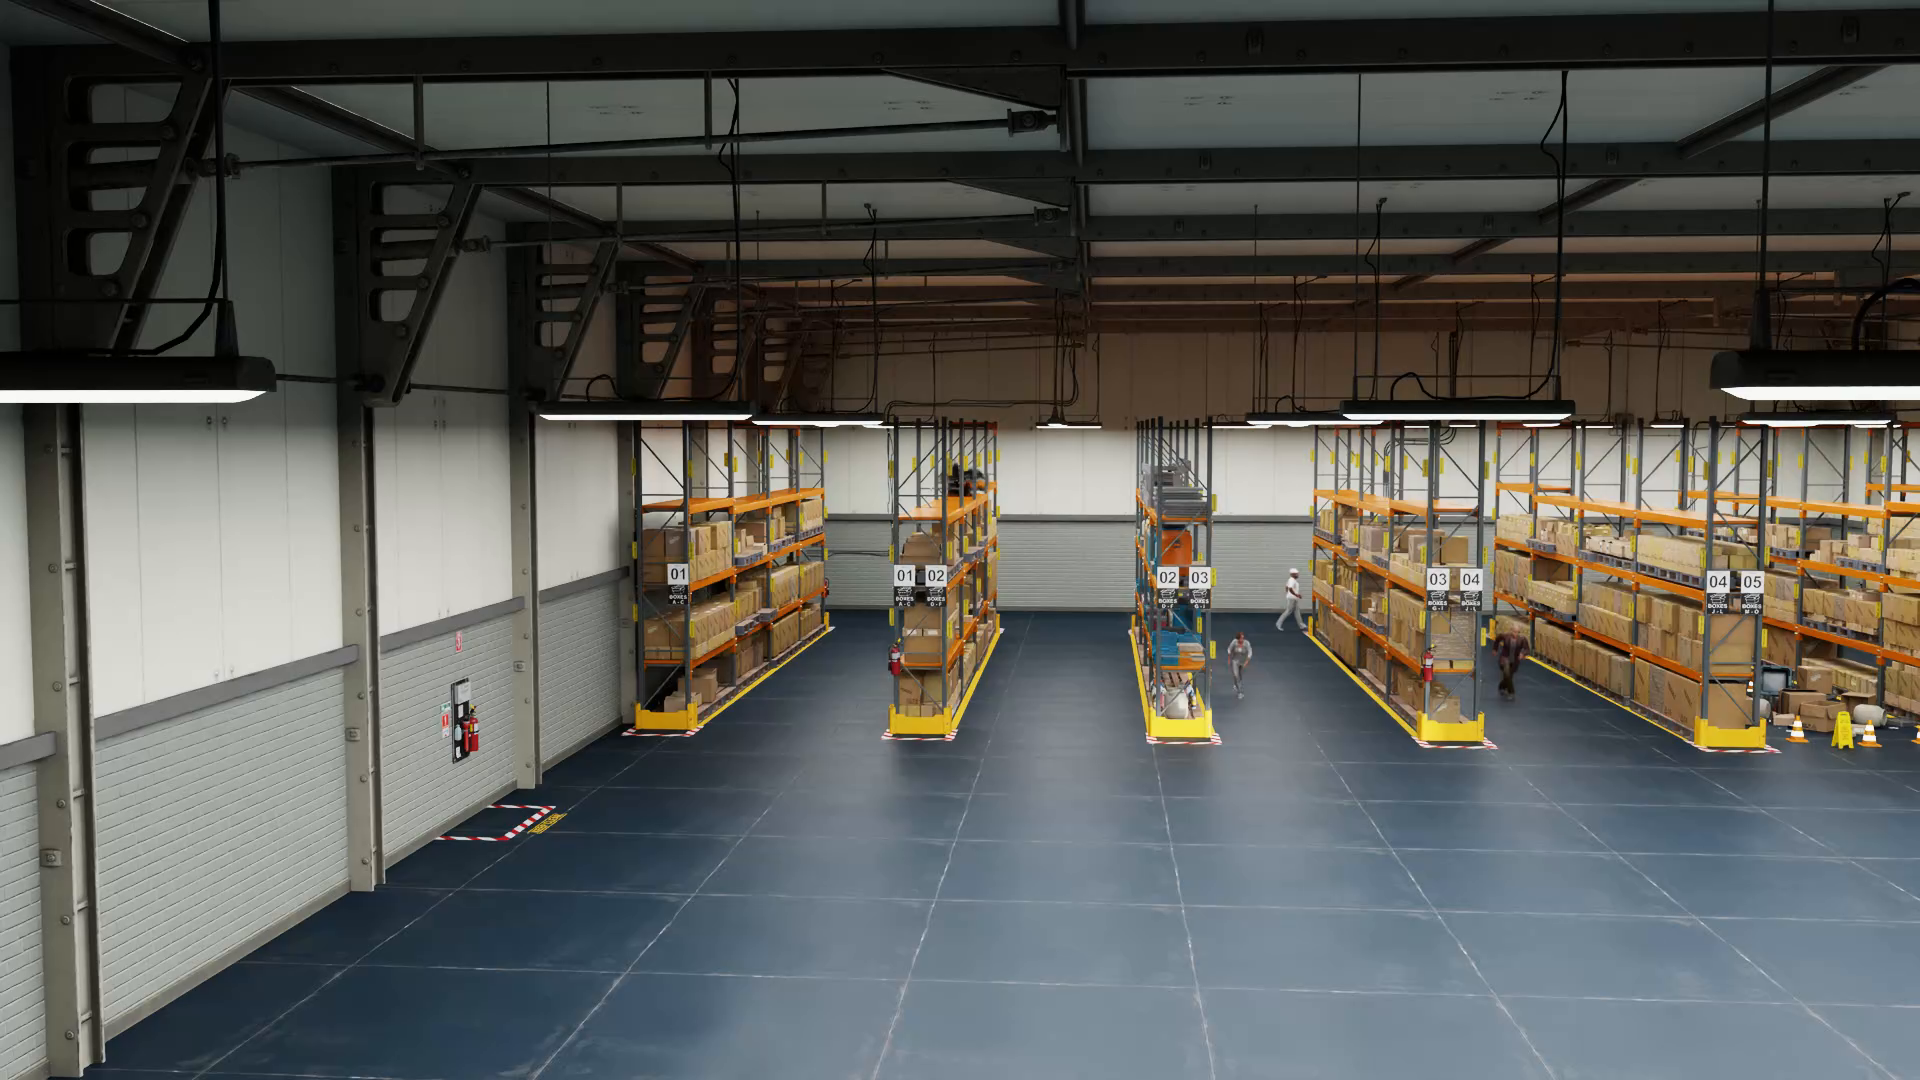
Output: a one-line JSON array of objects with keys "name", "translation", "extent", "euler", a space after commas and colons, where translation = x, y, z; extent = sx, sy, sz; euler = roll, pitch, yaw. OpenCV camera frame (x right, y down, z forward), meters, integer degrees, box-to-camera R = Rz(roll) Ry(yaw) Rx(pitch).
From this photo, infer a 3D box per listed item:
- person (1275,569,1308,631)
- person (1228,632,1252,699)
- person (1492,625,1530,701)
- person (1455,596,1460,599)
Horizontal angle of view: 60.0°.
[{"name": "person", "translation": [9.546, 1.706, 47.623], "extent": [1.001, 1.767, 0.723], "euler": [1, 4, 10]}, {"name": "person", "translation": [6.025, 2.655, 35.862], "extent": [0.520, 1.456, 0.965], "euler": [0, 4, 7]}, {"name": "person", "translation": [11.756, 2.576, 35.538], "extent": [0.712, 1.618, 1.157], "euler": [0, 4, 7]}, {"name": "person", "translation": [13.564, 1.916, 45.406], "extent": [0.574, 1.735, 0.709], "euler": [0, 4, 4]}]
